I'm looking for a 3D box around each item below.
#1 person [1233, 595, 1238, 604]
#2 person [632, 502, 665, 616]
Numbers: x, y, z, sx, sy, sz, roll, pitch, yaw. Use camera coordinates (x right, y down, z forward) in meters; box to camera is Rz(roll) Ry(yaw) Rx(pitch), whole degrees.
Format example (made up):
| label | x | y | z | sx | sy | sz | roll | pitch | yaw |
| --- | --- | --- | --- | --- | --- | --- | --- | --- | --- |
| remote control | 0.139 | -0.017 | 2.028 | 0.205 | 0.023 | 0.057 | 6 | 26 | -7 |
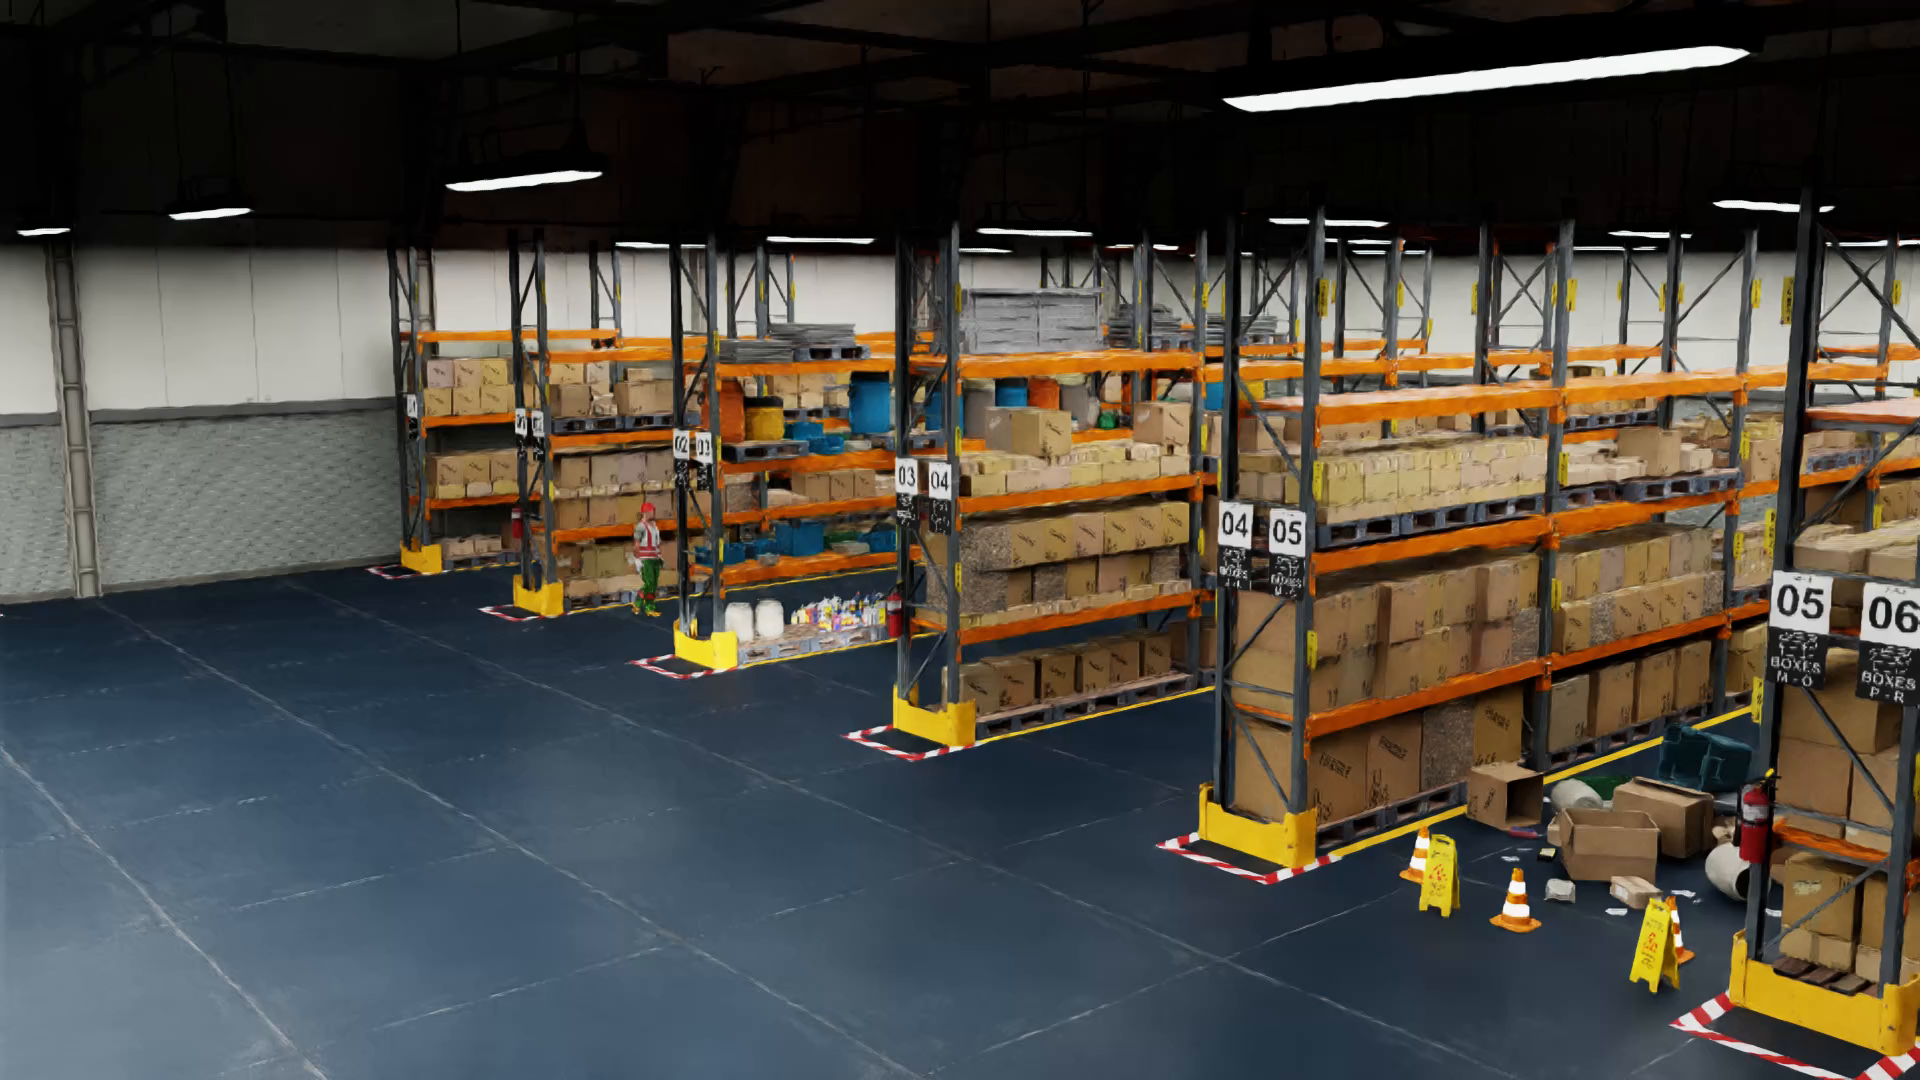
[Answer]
| label | x | y | z | sx | sy | sz | roll | pitch | yaw |
| --- | --- | --- | --- | --- | --- | --- | --- | --- | --- |
| person | 4.082 | 0.454 | 25.197 | 1.115 | 1.700 | 0.542 | -7 | 11 | -38 |
| person | -4.882 | 0.303 | 25.951 | 0.443 | 1.786 | 0.598 | 4 | 10 | 23 |
